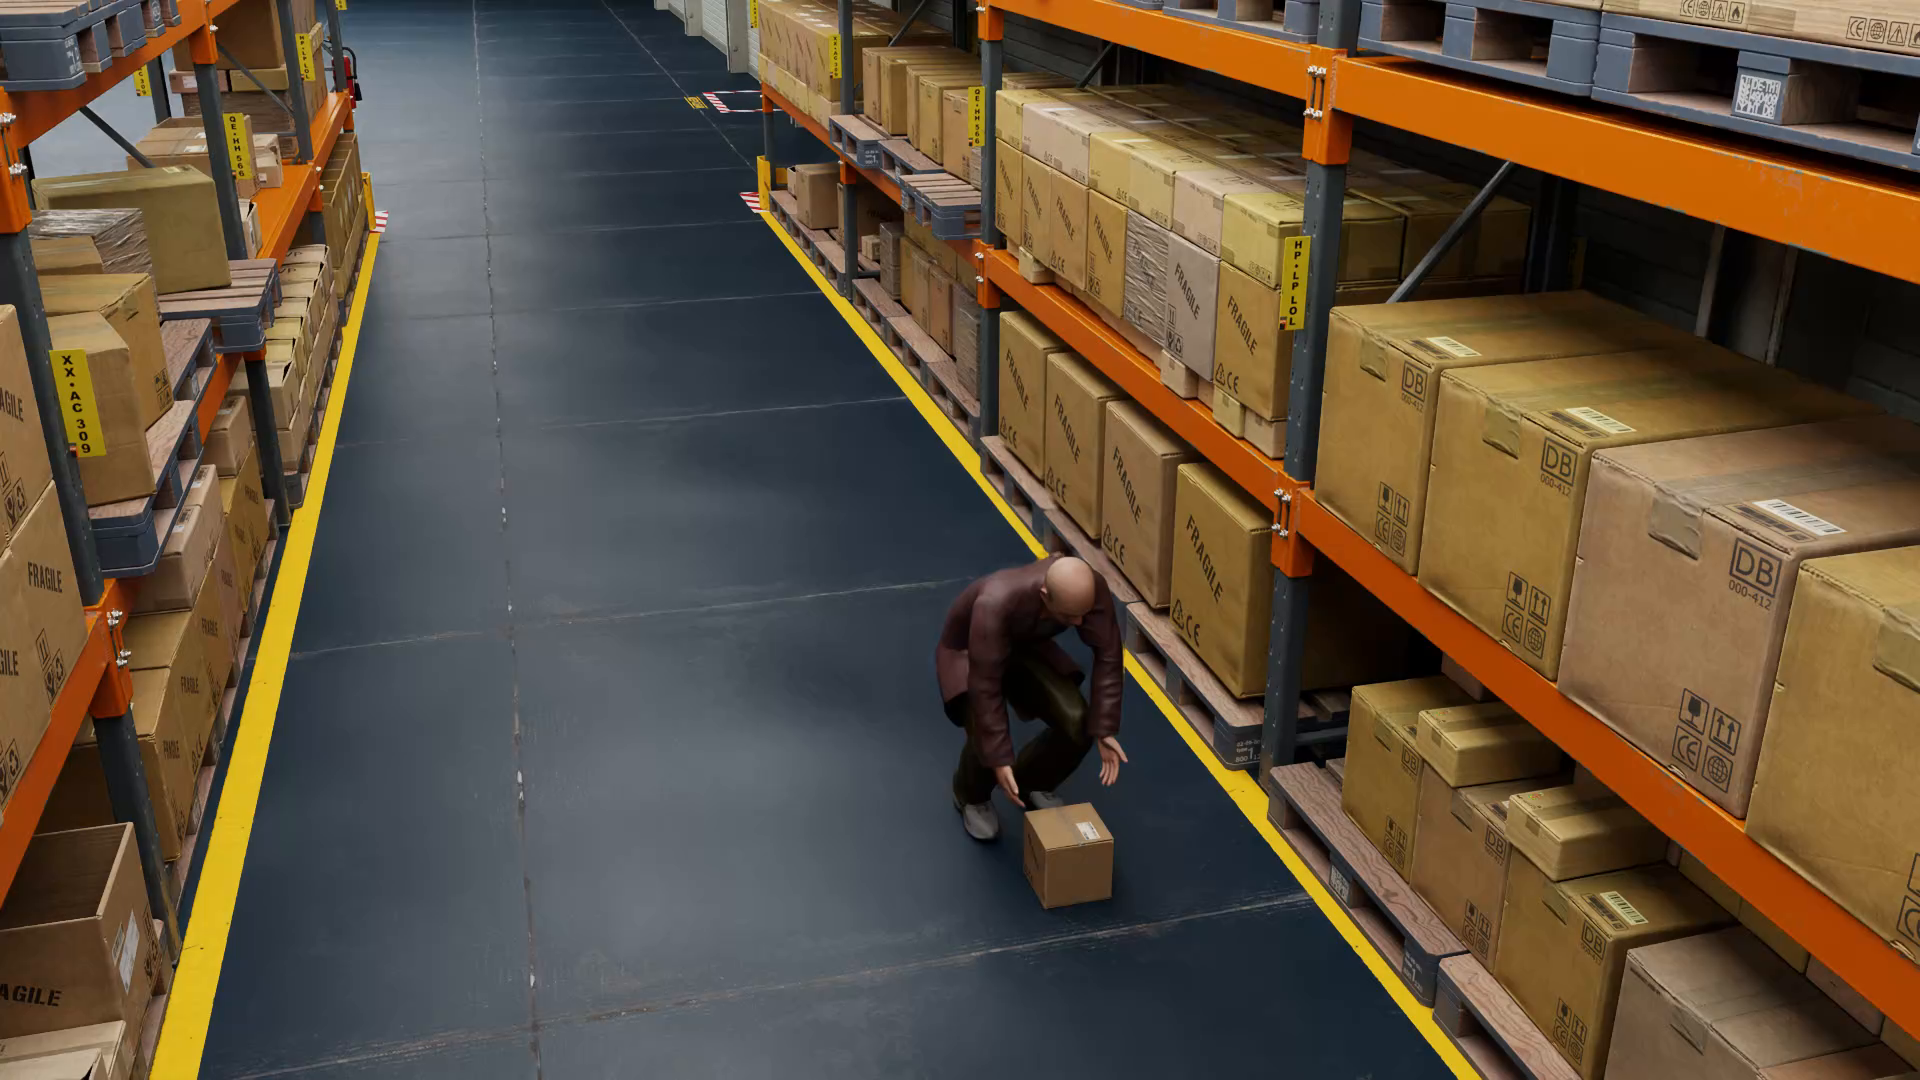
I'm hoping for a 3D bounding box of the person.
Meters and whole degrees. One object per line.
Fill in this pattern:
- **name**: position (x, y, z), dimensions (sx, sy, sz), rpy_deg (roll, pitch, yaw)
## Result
- **person**: position (0.243, 0.523, 6.117), dimensions (0.629, 1.196, 0.815), rpy_deg (-8, 24, -19)
